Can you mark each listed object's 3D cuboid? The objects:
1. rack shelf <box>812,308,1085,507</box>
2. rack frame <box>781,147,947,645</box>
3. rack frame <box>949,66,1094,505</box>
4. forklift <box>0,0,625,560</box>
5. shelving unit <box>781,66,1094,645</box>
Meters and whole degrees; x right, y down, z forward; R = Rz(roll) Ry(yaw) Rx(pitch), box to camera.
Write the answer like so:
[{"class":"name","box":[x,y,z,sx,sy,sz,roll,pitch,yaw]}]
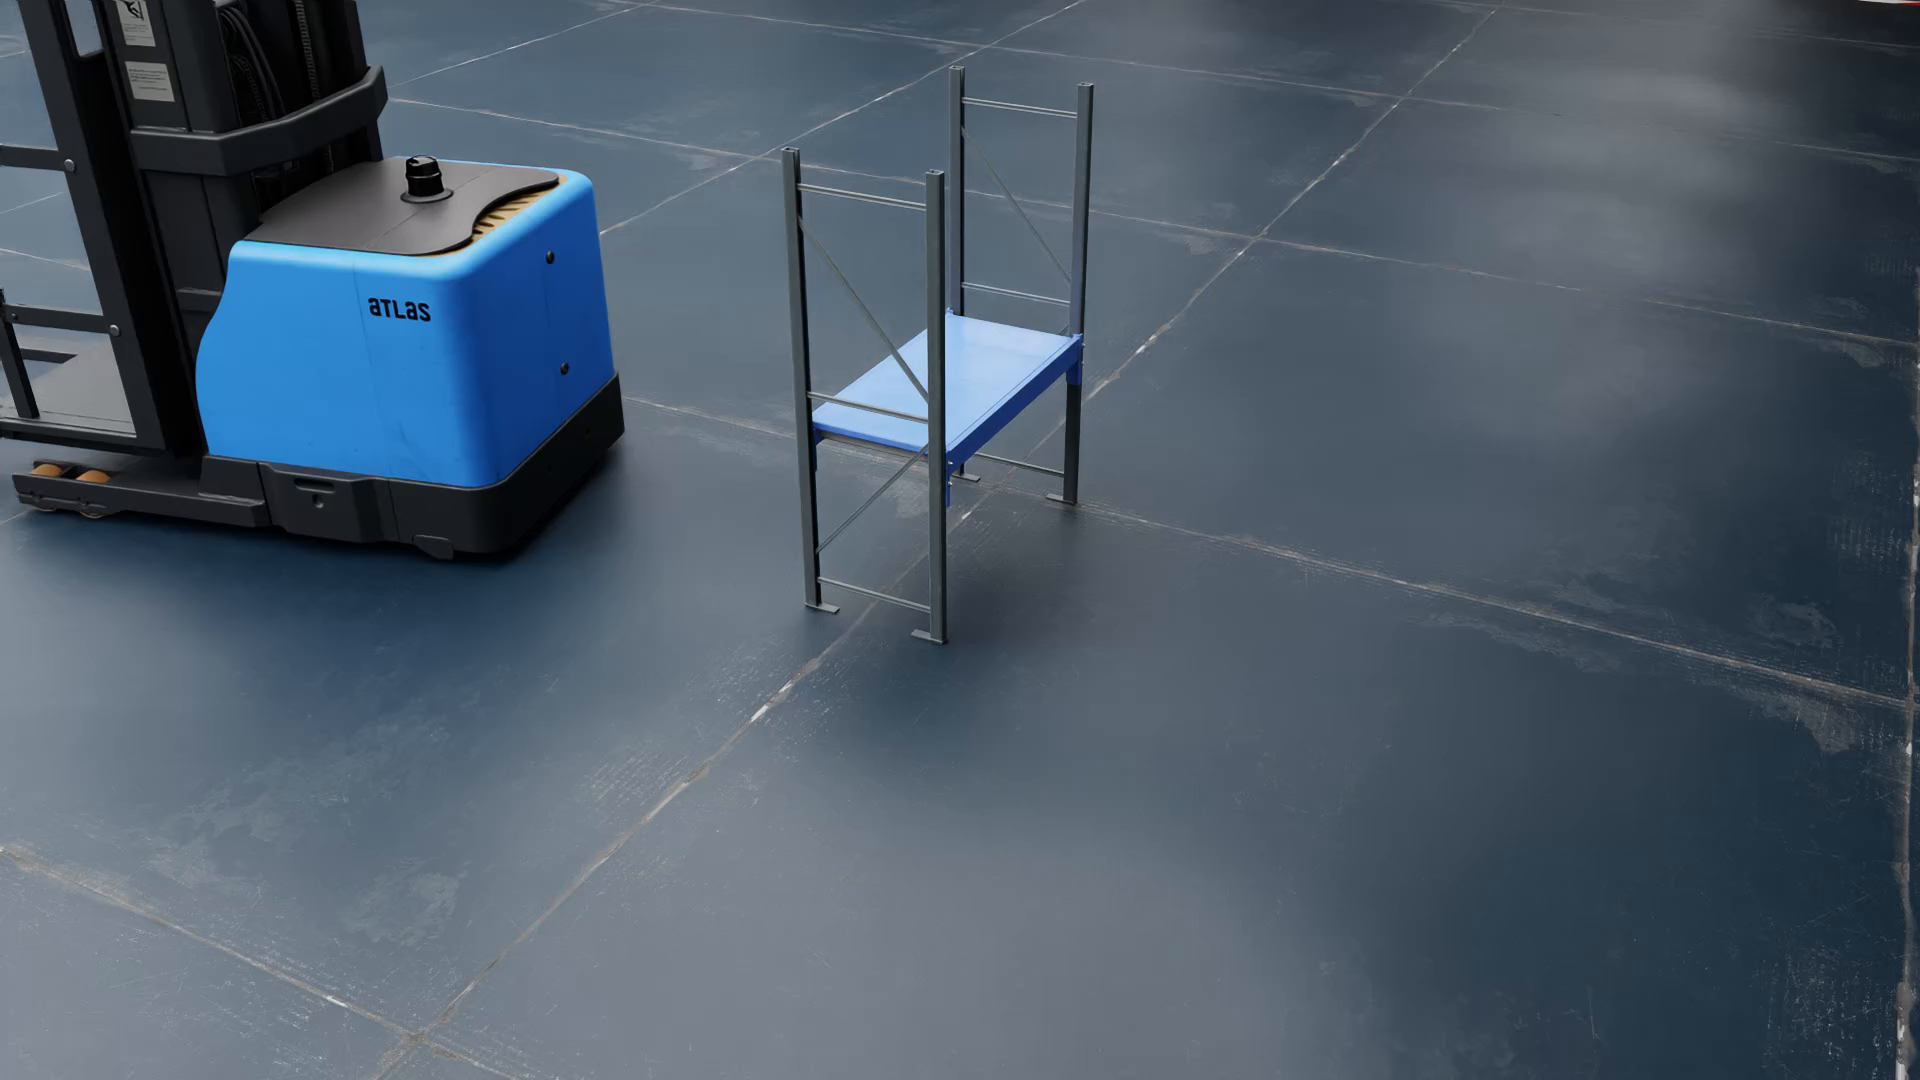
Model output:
[{"class":"rack shelf","box":[-0.039,-0.457,5.400,0.538,0.185,1.000,14,33,23]},{"class":"rack frame","box":[-0.270,-0.387,4.918,0.500,1.500,0.032,14,33,23]},{"class":"rack frame","box":[0.193,-0.838,5.703,0.500,1.500,0.032,14,33,23]},{"class":"forklift","box":[-2.850,-1.593,5.580,3.031,2.935,1.130,7,31,12]},{"class":"shelving unit","box":[-0.039,-0.613,5.311,0.538,1.500,1.048,14,33,23]}]
